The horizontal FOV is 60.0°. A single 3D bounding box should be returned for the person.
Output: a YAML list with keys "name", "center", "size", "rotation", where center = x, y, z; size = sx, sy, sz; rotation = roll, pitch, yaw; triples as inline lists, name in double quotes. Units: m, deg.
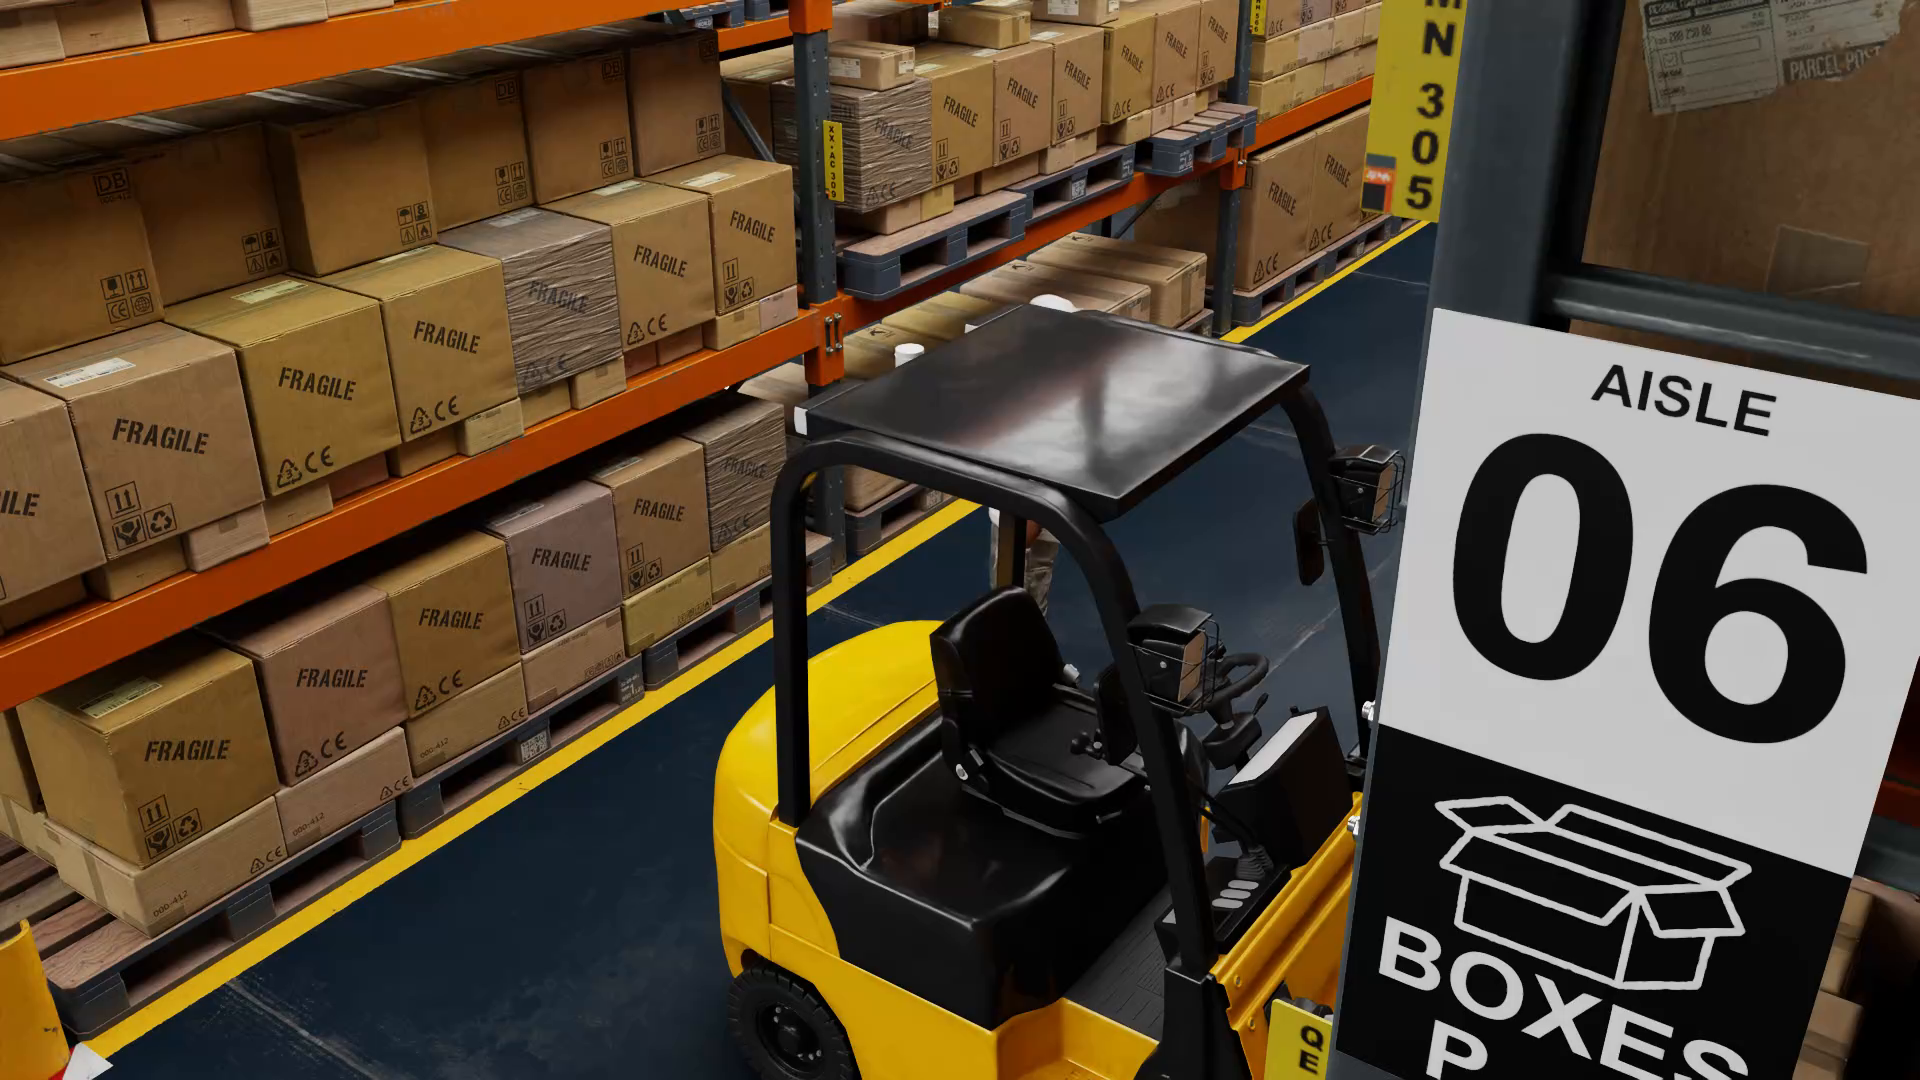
- name: "person"
  center: [0.183, -0.078, 6.236]
  size: [0.577, 1.777, 0.653]
  rotation: [1, 27, 3]
